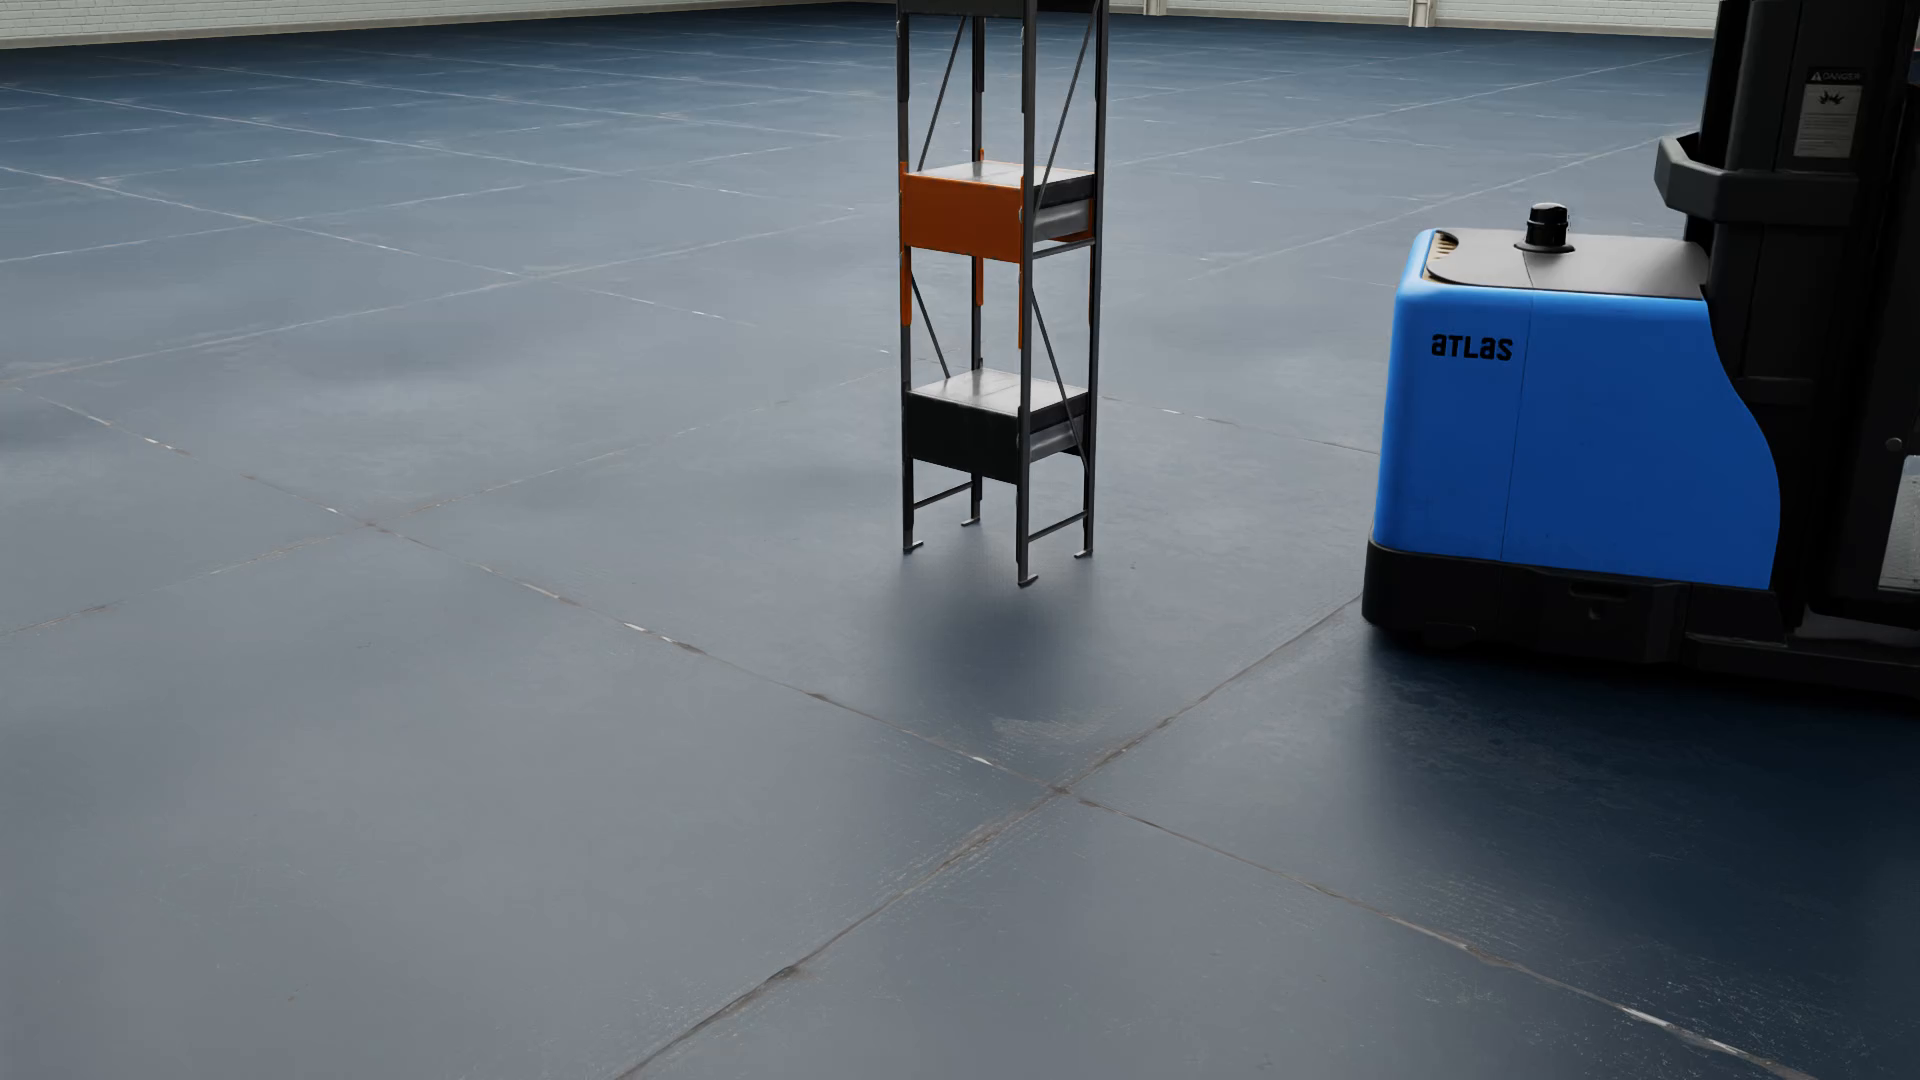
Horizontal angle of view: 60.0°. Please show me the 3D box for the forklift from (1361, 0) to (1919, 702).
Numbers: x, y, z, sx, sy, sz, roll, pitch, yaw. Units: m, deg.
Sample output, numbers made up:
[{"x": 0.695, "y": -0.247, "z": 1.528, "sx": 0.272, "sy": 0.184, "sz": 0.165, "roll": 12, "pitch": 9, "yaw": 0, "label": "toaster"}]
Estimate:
[{"x": 2.766, "y": -1.067, "z": 4.400, "sx": 3.031, "sy": 2.935, "sz": 1.130, "roll": 6, "pitch": 22, "yaw": 17, "label": "forklift"}]

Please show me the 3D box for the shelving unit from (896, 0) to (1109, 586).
[{"x": 0.128, "y": -0.946, "z": 5.256, "sx": 0.503, "sy": 2.100, "sz": 0.431, "roll": 16, "pitch": 26, "yaw": 36, "label": "shelving unit"}]

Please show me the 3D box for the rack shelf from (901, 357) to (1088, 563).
[{"x": 0.128, "y": -0.278, "z": 5.507, "sx": 0.480, "sy": 0.518, "sz": 0.431, "roll": 16, "pitch": 26, "yaw": 36, "label": "rack shelf"}]

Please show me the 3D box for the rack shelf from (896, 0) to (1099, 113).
[{"x": 0.128, "y": -1.588, "z": 5.013, "sx": 0.480, "sy": 0.518, "sz": 0.431, "roll": 16, "pitch": 26, "yaw": 36, "label": "rack shelf"}]

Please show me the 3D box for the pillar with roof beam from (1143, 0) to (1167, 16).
[{"x": 1.404, "y": -14.137, "z": 30.460, "sx": 0.400, "sy": 9.000, "sz": 9.100, "roll": 16, "pitch": 26, "yaw": 36, "label": "pillar with roof beam"}]

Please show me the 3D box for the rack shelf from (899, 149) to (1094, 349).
[{"x": 0.128, "y": -0.933, "z": 5.260, "sx": 0.480, "sy": 0.518, "sz": 0.431, "roll": 16, "pitch": 26, "yaw": 36, "label": "rack shelf"}]

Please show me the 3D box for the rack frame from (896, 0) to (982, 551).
[{"x": -0.061, "y": -1.000, "z": 5.400, "sx": 0.015, "sy": 2.100, "sz": 0.400, "roll": 16, "pitch": 26, "yaw": 36, "label": "rack frame"}]

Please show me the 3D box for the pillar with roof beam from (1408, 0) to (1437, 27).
[{"x": 6.053, "y": -12.799, "z": 26.910, "sx": 0.400, "sy": 9.000, "sz": 9.100, "roll": 16, "pitch": 26, "yaw": 36, "label": "pillar with roof beam"}]

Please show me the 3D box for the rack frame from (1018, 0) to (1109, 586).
[{"x": 0.317, "y": -0.891, "z": 5.111, "sx": 0.015, "sy": 2.100, "sz": 0.400, "roll": 16, "pitch": 26, "yaw": 36, "label": "rack frame"}]
